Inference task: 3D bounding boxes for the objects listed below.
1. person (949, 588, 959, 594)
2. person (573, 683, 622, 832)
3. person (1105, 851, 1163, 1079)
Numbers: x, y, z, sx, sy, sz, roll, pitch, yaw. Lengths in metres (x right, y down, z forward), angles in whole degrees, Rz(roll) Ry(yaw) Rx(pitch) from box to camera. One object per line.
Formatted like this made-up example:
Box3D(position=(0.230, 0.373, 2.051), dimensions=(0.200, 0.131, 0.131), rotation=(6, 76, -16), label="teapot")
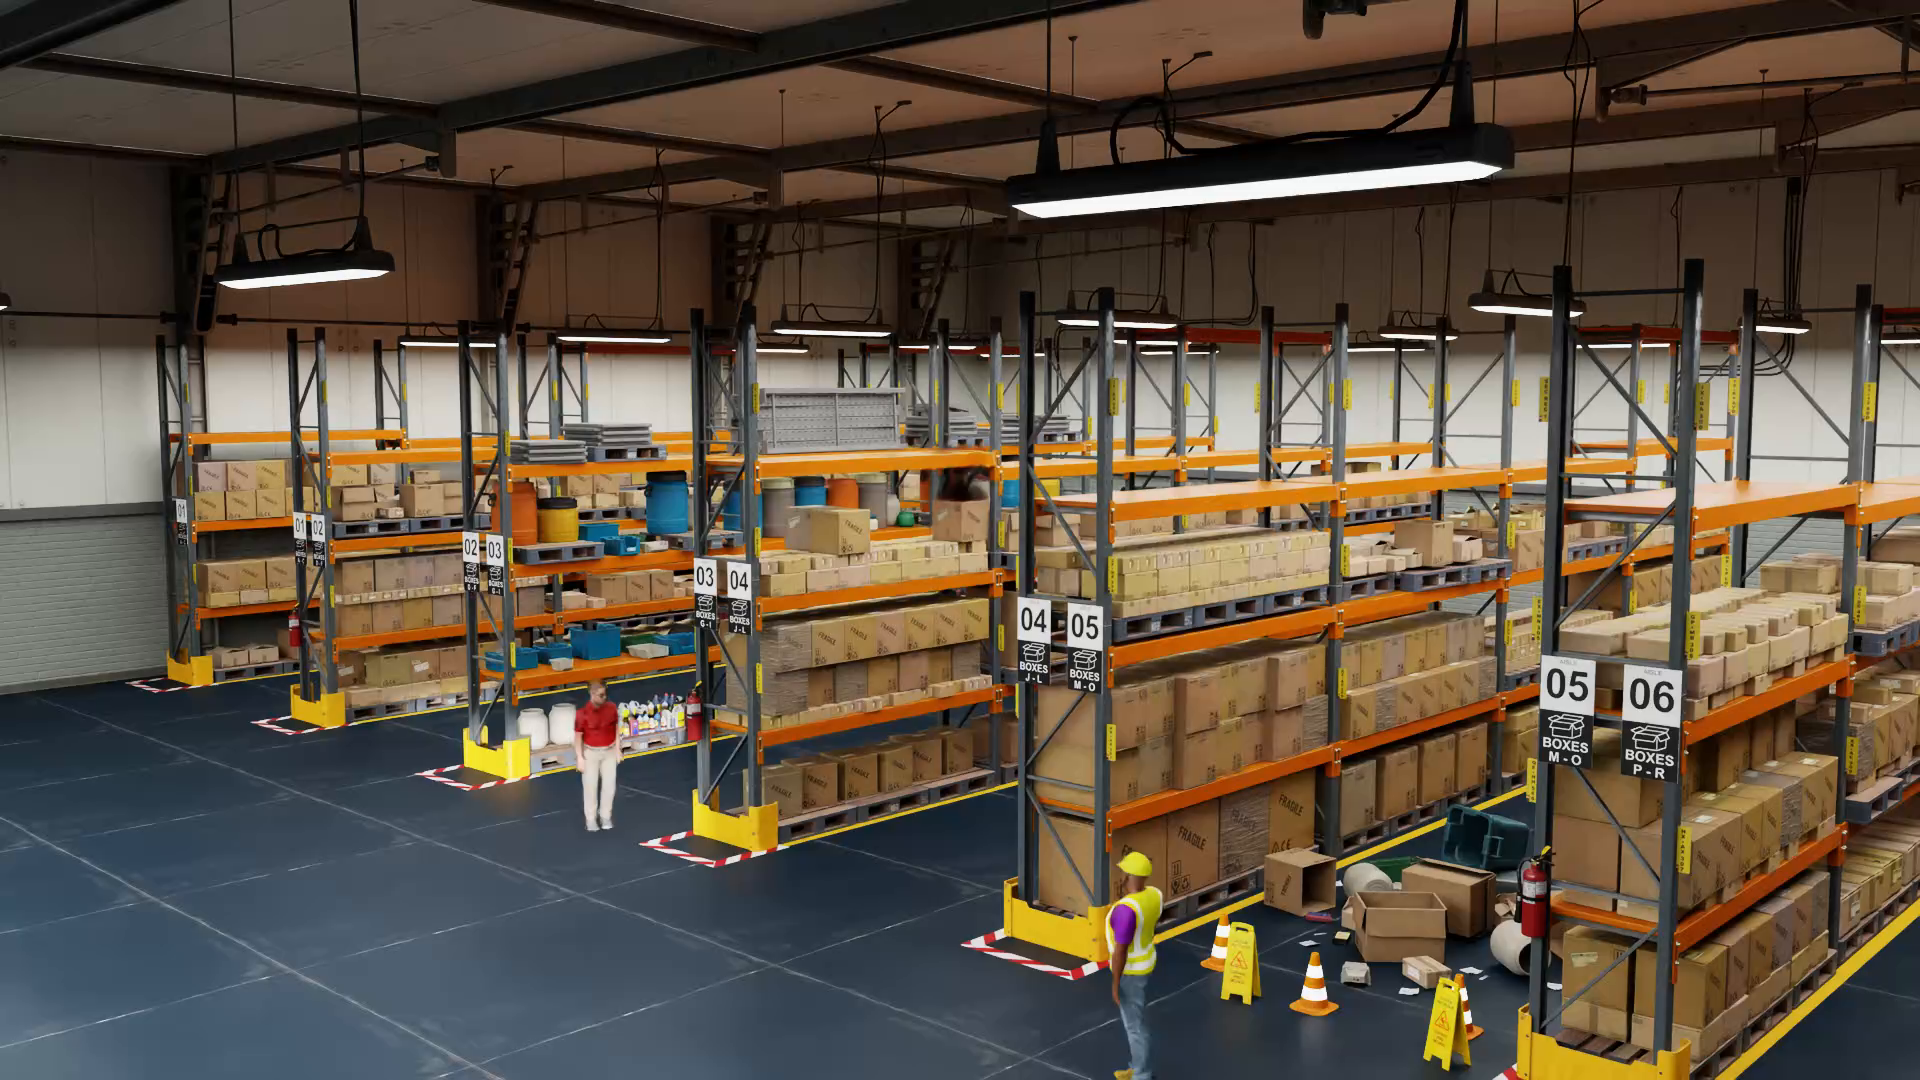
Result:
Box3D(position=(-0.174, 1.427, 30.553), dimensions=(0.424, 1.719, 0.591), rotation=(4, 7, 39), label="person")
Box3D(position=(-4.208, 2.502, 19.307), dimensions=(0.569, 1.735, 0.392), rotation=(-4, 7, -37), label="person")
Box3D(position=(1.272, 3.151, 12.182), dimensions=(0.393, 1.795, 0.665), rotation=(1, 6, 16), label="person")
